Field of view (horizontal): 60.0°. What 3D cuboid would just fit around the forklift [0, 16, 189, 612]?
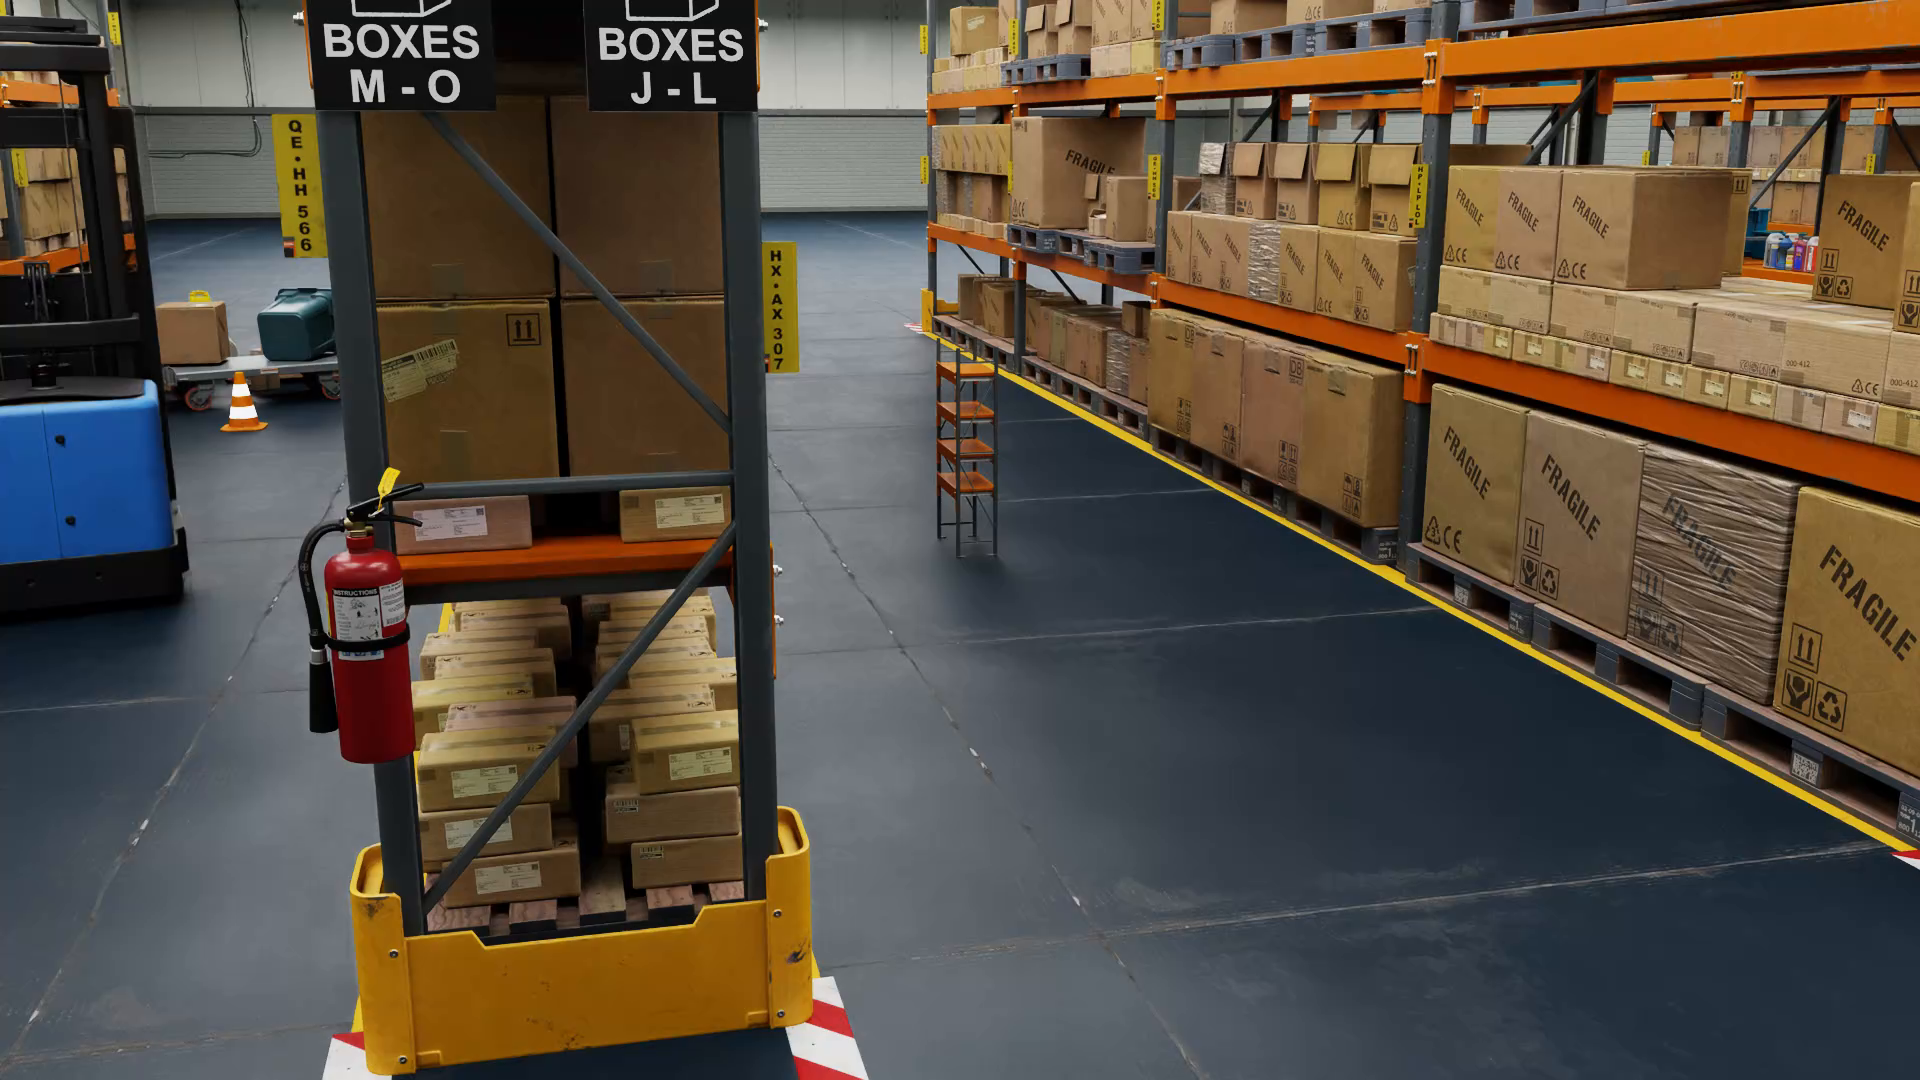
[{"bbox_3d":[-5.103,-1.352,9.286,1.130,2.935,3.031,-7,15,-25],"label":"forklift"}]

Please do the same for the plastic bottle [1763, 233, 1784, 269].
[{"bbox_3d":[6.585,-2.326,13.388,0.152,0.276,0.135,-3,14,-13],"label":"plastic bottle"}]

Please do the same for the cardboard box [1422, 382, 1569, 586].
[{"bbox_3d":[3.000,-0.320,8.510,0.875,0.875,0.875,-3,14,-13],"label":"cardboard box"}]

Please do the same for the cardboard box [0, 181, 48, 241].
[{"bbox_3d":[-8.421,-2.908,14.674,0.500,0.500,0.500,-3,14,-13],"label":"cardboard box"}]

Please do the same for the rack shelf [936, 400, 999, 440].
[{"bbox_3d":[0.039,-0.697,9.591,0.258,0.148,0.480,-3,14,-13],"label":"rack shelf"}]

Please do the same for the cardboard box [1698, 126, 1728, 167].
[{"bbox_3d":[9.973,-5.062,21.381,0.700,0.500,0.500,-4,14,-15],"label":"cardboard box"}]

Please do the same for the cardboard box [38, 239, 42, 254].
[{"bbox_3d":[-8.461,-2.622,14.869,0.380,0.149,0.250,-3,14,-12],"label":"cardboard box"}]

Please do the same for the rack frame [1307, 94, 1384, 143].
[{"bbox_3d":[4.919,-4.349,21.410,1.000,3.000,0.127,-3,14,-13],"label":"rack frame"}]

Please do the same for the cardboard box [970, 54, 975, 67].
[{"bbox_3d":[0.321,-5.218,18.121,0.380,0.149,0.250,-3,14,-14],"label":"cardboard box"}]

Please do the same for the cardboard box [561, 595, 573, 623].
[{"bbox_3d":[-1.720,0.234,6.518,0.380,0.149,0.250,-4,14,-16],"label":"cardboard box"}]

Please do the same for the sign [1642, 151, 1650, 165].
[{"bbox_3d":[9.194,-5.054,22.303,0.100,0.325,0.005,-3,14,-13],"label":"sign"}]

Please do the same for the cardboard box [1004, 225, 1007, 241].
[{"bbox_3d":[0.658,-3.120,16.907,0.380,0.149,0.250,-3,14,-13],"label":"cardboard box"}]

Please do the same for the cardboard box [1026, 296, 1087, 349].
[{"bbox_3d":[0.989,-2.235,17.136,0.500,0.500,0.500,-4,14,-15],"label":"cardboard box"}]

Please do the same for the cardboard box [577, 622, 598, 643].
[{"bbox_3d":[-1.276,0.410,6.424,0.380,0.149,0.250,-3,14,-11],"label":"cardboard box"}]

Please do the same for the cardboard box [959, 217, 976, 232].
[{"bbox_3d":[0.198,-3.521,18.548,0.380,0.149,0.250,-3,14,-13],"label":"cardboard box"}]

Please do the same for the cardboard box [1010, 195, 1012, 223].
[{"bbox_3d":[0.998,-3.451,16.895,0.875,0.500,0.500,-3,14,-13],"label":"cardboard box"}]

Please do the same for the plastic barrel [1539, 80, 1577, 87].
[{"bbox_3d":[6.189,-5.022,16.787,0.600,0.901,0.708,-3,14,-13],"label":"plastic barrel"}]

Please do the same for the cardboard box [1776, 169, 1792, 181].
[{"bbox_3d":[10.105,-4.409,20.078,0.380,0.149,0.250,-3,14,-12],"label":"cardboard box"}]

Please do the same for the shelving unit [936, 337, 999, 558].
[{"bbox_3d":[0.039,-0.545,9.628,0.258,1.200,0.503,-3,14,-13],"label":"shelving unit"}]

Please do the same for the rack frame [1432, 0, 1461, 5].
[{"bbox_3d":[2.923,-4.219,8.237,1.000,3.000,0.127,-3,14,-13],"label":"rack frame"}]

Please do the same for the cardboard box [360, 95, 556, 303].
[{"bbox_3d":[-1.332,-0.900,4.345,0.500,0.500,0.500,-4,14,-14],"label":"cardboard box"}]

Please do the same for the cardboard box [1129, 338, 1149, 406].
[{"bbox_3d":[1.807,-1.381,13.598,0.700,0.500,0.500,-4,14,-16],"label":"cardboard box"}]

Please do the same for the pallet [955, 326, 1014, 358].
[{"bbox_3d":[0.562,-2.231,18.614,1.003,0.211,1.213,-3,14,-13],"label":"pallet"}]

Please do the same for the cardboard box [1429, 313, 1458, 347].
[{"bbox_3d":[2.669,-1.096,8.623,0.380,0.149,0.250,-3,14,-13],"label":"cardboard box"}]

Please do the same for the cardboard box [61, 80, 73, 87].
[{"bbox_3d":[-8.769,-4.438,15.979,0.380,0.149,0.250,-3,14,-14],"label":"cardboard box"}]

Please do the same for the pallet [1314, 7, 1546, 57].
[{"bbox_3d":[2.660,-2.878,9.470,0.805,0.209,1.217,-4,14,-15],"label":"pallet"}]

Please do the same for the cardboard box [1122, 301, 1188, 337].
[{"bbox_3d":[1.662,-1.866,14.006,0.500,0.250,0.500,-2,14,-7],"label":"cardboard box"}]

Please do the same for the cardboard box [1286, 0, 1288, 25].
[{"bbox_3d":[2.485,-3.607,10.954,0.500,0.500,0.500,-3,14,-10],"label":"cardboard box"}]

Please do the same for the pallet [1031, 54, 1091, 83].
[{"bbox_3d":[1.332,-4.129,14.583,1.213,0.211,1.003,-3,14,-13],"label":"pallet"}]

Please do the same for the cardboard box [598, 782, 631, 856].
[{"bbox_3d":[-0.936,0.857,5.220,0.380,0.149,0.250,-3,14,-13],"label":"cardboard box"}]

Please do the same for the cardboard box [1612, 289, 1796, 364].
[{"bbox_3d":[3.126,-0.905,7.002,0.500,0.250,0.500,-3,14,-13],"label":"cardboard box"}]

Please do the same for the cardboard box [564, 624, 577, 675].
[{"bbox_3d":[-1.772,0.463,6.835,0.380,0.149,0.250,-4,14,-16],"label":"cardboard box"}]

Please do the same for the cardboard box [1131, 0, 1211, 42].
[{"bbox_3d":[1.628,-4.073,12.692,0.500,0.500,0.500,-3,14,-12],"label":"cardboard box"}]

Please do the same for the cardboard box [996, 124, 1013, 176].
[{"bbox_3d":[0.671,-3.918,16.699,0.500,0.500,0.500,-3,14,-13],"label":"cardboard box"}]

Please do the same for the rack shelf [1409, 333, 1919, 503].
[{"bbox_3d":[3.393,-0.494,7.146,1.077,0.370,4.000,-3,14,-13],"label":"rack shelf"}]

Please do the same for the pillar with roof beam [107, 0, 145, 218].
[{"bbox_3d":[-17.926,-13.108,44.618,9.100,9.000,0.400,-3,14,-13],"label":"pillar with roof beam"}]

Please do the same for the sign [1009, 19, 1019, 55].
[{"bbox_3d":[0.518,-4.827,15.954,0.100,0.325,0.005,-3,14,-13],"label":"sign"}]

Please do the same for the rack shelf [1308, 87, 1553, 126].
[{"bbox_3d":[5.389,-4.996,19.251,1.077,0.370,4.000,-3,14,-13],"label":"rack shelf"}]

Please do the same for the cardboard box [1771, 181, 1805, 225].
[{"bbox_3d":[10.320,-4.090,20.136,0.700,0.500,0.500,-3,14,-12],"label":"cardboard box"}]

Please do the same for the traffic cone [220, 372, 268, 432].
[{"bbox_3d":[-5.897,-1.147,13.646,0.336,0.463,0.334,-3,14,-13],"label":"traffic cone"}]

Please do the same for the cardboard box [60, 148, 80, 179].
[{"bbox_3d":[-8.672,-3.627,15.509,0.700,0.500,0.500,-4,14,-14],"label":"cardboard box"}]

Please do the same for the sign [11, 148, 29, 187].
[{"bbox_3d":[-8.050,-3.192,14.234,0.100,0.325,0.005,-3,14,-13],"label":"sign"}]

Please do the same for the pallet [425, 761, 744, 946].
[{"bbox_3d":[-1.157,1.018,5.313,1.003,0.211,1.213,-3,14,-13],"label":"pallet"}]

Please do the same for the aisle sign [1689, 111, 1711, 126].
[{"bbox_3d":[10.005,-5.919,22.357,0.394,0.787,0.004,-3,14,-13],"label":"aisle sign"}]

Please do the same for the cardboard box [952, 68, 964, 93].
[{"bbox_3d":[0.206,-5.099,18.473,0.500,0.250,0.500,-3,14,-13],"label":"cardboard box"}]

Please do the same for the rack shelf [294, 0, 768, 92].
[{"bbox_3d":[-1.452,-1.698,5.753,1.077,0.370,4.000,-3,14,-13],"label":"rack shelf"}]

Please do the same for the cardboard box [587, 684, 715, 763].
[{"bbox_3d":[-0.957,0.566,5.159,0.380,0.149,0.250,-3,14,-12],"label":"cardboard box"}]

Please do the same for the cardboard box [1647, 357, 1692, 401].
[{"bbox_3d":[3.100,-0.677,6.906,0.380,0.149,0.250,-3,14,-12],"label":"cardboard box"}]

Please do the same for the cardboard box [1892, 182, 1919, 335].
[{"bbox_3d":[3.492,-0.916,5.465,0.500,0.500,0.500,-3,14,-12],"label":"cardboard box"}]

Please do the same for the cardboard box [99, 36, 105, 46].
[{"bbox_3d":[-9.162,-5.182,17.346,0.380,0.149,0.250,-3,14,-13],"label":"cardboard box"}]

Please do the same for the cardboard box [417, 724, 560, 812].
[{"bbox_3d":[-1.353,0.655,4.795,0.380,0.149,0.250,-3,14,-13],"label":"cardboard box"}]

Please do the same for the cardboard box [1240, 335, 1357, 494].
[{"bbox_3d":[2.542,-0.830,10.594,1.225,0.875,0.875,-4,14,-15],"label":"cardboard box"}]

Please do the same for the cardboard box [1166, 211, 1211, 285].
[{"bbox_3d":[1.833,-2.149,12.193,0.500,0.500,0.500,-3,14,-12],"label":"cardboard box"}]

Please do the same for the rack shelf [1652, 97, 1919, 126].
[{"bbox_3d":[10.204,-5.271,20.377,1.077,0.370,4.000,-3,14,-13],"label":"rack shelf"}]

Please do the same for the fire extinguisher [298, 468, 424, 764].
[{"bbox_3d":[-1.372,0.173,3.846,0.296,0.674,0.183,-3,14,-13],"label":"fire extinguisher"}]

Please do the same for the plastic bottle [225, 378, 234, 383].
[{"bbox_3d":[-7.069,-1.573,16.237,0.133,0.061,0.283,-1,14,-3],"label":"plastic bottle"}]
